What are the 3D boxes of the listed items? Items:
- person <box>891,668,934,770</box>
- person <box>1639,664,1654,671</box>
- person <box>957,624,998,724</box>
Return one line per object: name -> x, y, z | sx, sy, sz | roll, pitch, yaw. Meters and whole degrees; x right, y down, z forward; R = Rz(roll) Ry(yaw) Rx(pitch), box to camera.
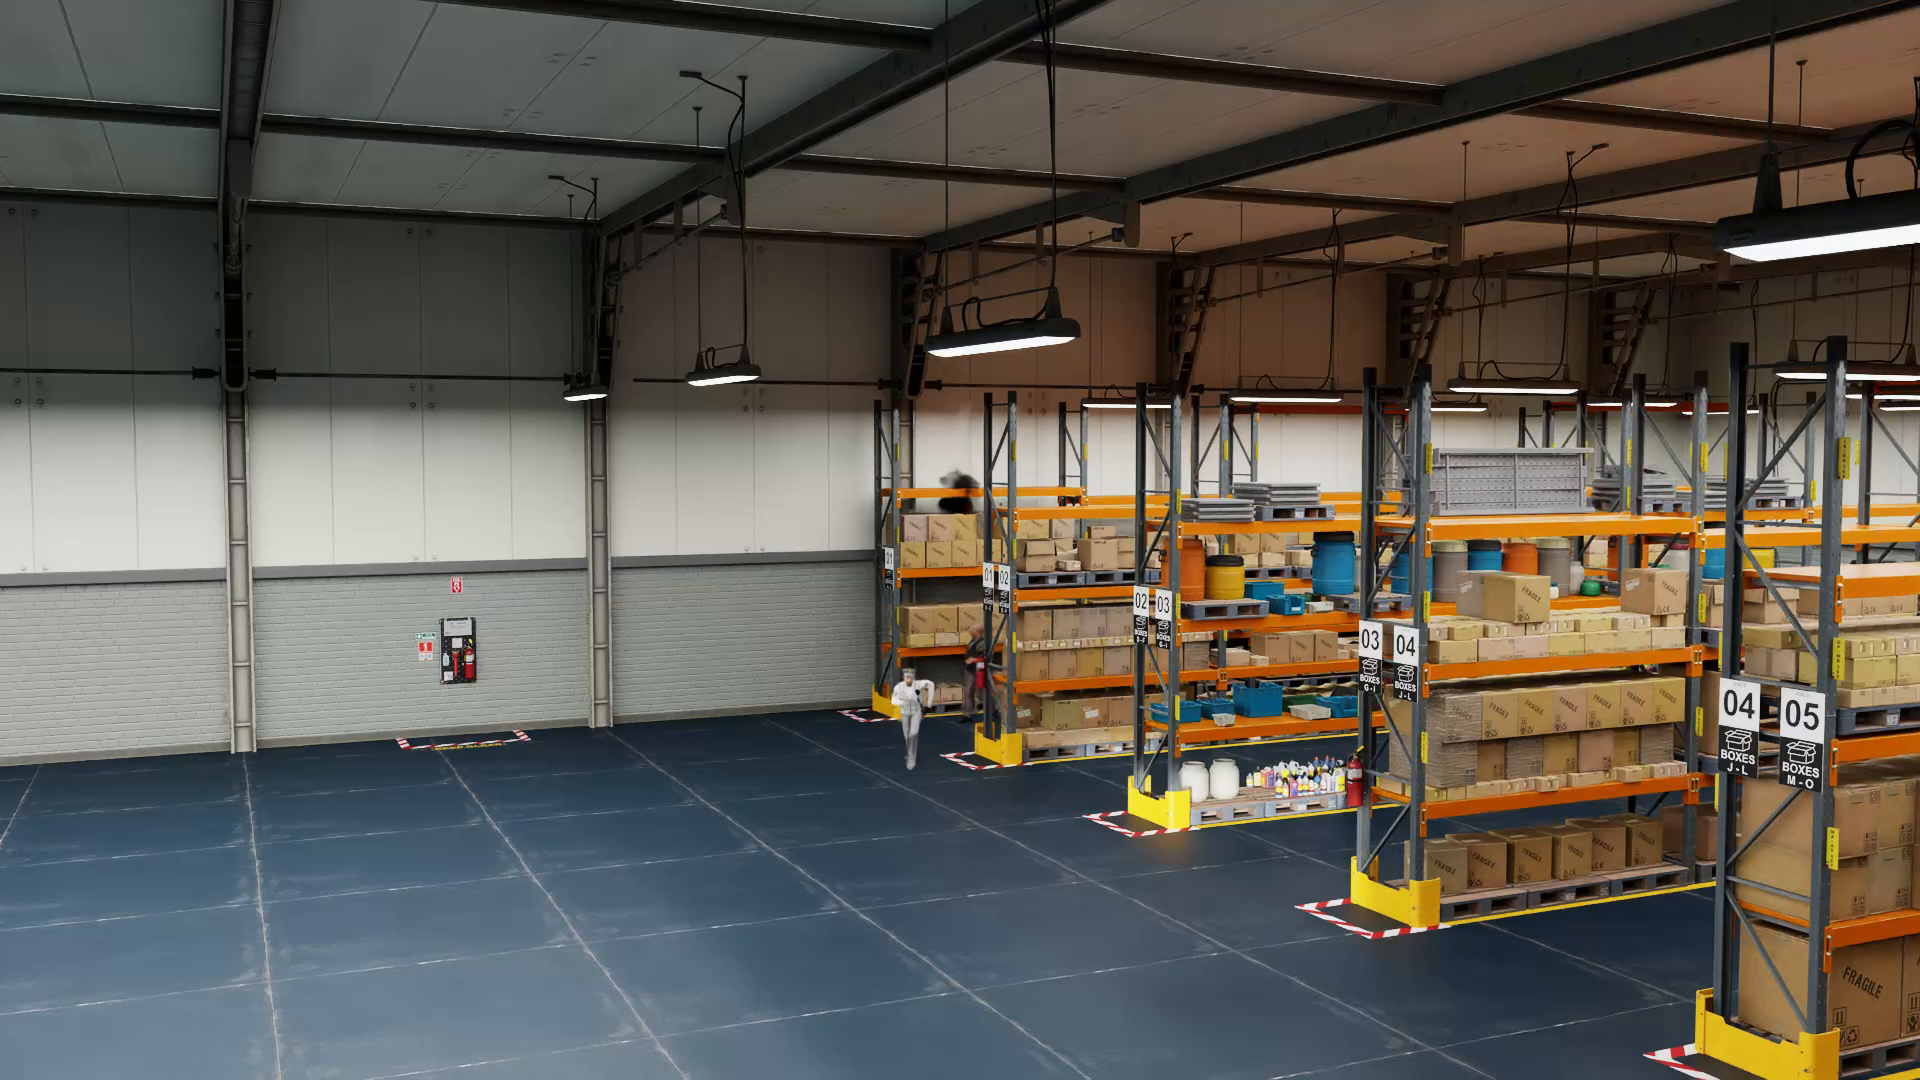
person -> -0.728, 2.742, 25.798 | 0.649, 1.594, 0.941 | 0, 3, 3
person -> 12.309, 2.507, 30.344 | 0.890, 1.796, 0.640 | -2, 4, -28
person -> 0.317, 2.342, 29.068 | 0.798, 1.745, 0.655 | -2, 4, -31
